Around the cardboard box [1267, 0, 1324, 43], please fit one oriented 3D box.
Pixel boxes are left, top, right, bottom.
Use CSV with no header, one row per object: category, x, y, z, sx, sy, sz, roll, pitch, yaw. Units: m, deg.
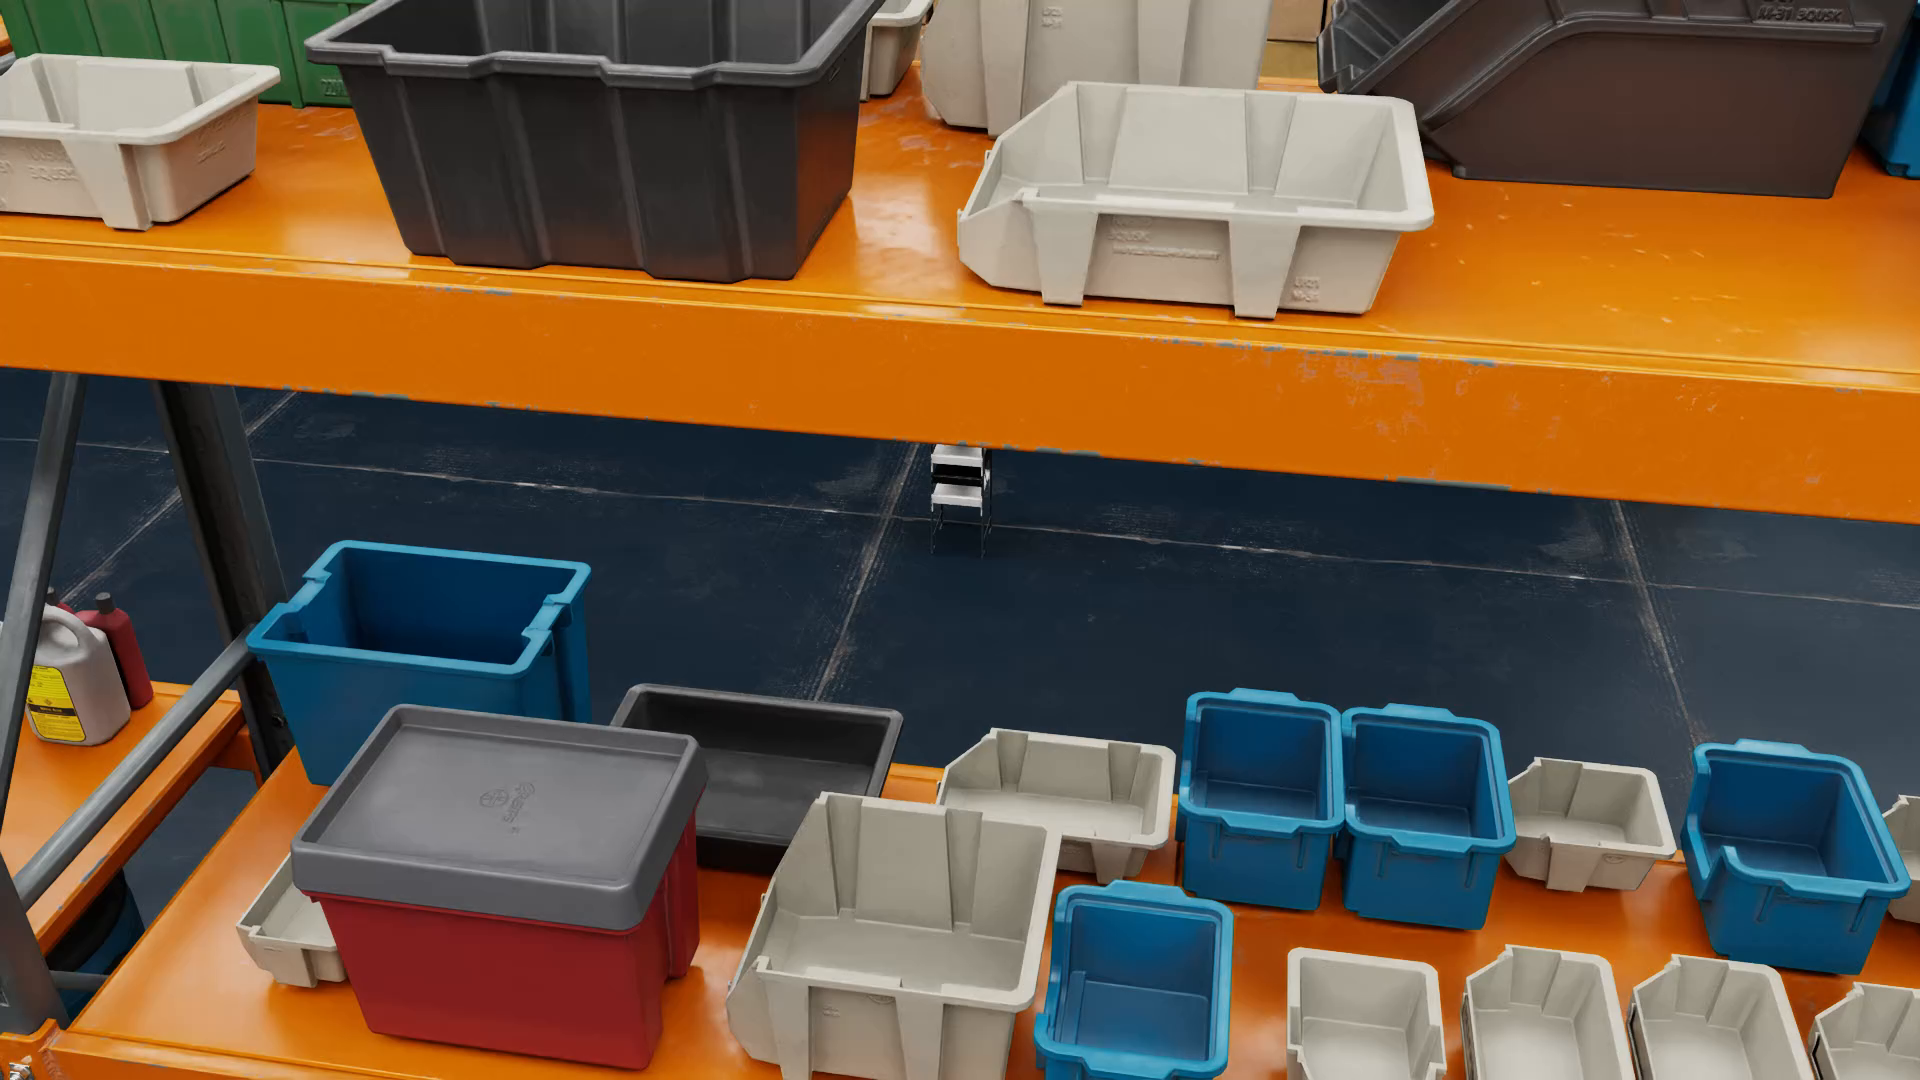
cardboard box,1.191,-2.286,6.538,0.500,0.500,0.500,6,33,10

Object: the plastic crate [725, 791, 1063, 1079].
plastic crate,-0.114,0.701,2.858,0.530,0.282,0.437,5,32,8

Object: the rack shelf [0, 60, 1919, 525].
rack shelf,0.383,-0.344,2.324,4.000,0.370,1.077,5,32,8

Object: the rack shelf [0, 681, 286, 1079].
rack shelf,-3.560,0.570,3.690,4.000,0.370,1.077,5,32,8

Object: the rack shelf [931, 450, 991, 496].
rack shelf,0.008,-0.276,6.576,0.200,0.077,0.258,5,32,8

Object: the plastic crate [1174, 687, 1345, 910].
plastic crate,0.573,0.508,3.213,0.300,0.233,0.416,5,32,8

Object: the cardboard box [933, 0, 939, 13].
cardboard box,0.175,-2.378,6.685,0.500,0.500,0.500,4,32,7

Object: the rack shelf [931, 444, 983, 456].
rack shelf,0.008,-0.429,6.480,0.200,0.077,0.258,5,32,8

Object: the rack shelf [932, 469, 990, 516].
rack shelf,0.008,-0.200,6.623,0.200,0.077,0.258,5,32,8

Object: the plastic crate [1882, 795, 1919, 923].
plastic crate,1.865,0.621,3.123,0.298,0.136,0.250,5,32,8

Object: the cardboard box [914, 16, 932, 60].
cardboard box,-0.294,-2.001,7.025,0.500,0.500,0.500,6,33,9

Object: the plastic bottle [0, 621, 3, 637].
plastic bottle,-2.126,0.259,3.696,0.097,0.201,0.097,0,32,0

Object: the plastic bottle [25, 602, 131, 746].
plastic bottle,-1.920,0.260,3.554,0.185,0.351,0.144,5,32,8

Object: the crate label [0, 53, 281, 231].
crate label,-1.154,-0.521,2.177,0.466,0.136,0.293,5,32,8

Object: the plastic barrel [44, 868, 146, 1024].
plastic barrel,-2.121,1.098,3.751,0.708,0.901,0.600,5,32,8

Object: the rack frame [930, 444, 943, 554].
rack frame,-0.092,-0.390,6.525,0.006,0.900,0.240,5,32,8

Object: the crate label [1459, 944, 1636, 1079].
crate label,0.959,0.864,2.735,0.243,0.136,0.396,5,32,8

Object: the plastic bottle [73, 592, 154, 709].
plastic bottle,-1.878,0.237,3.654,0.133,0.283,0.061,5,32,8

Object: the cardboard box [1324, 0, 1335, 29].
cardboard box,1.697,-2.240,6.465,0.500,0.500,0.500,6,33,10

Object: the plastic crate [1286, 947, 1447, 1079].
plastic crate,0.664,0.847,2.762,0.250,0.136,0.298,5,32,8

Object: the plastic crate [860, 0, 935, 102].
plastic crate,-0.270,-0.801,2.625,0.466,0.136,0.293,5,32,8

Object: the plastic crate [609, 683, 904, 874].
plastic crate,-0.439,0.494,3.336,0.590,0.125,0.437,5,32,8

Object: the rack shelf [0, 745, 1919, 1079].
rack shelf,0.383,0.927,3.120,4.000,0.370,1.077,5,32,8

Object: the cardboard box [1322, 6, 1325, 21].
cardboard box,1.795,-2.099,7.182,0.500,0.500,0.500,5,32,8

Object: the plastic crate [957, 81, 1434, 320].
plastic crate,0.276,-0.414,2.005,0.530,0.136,0.437,5,32,8

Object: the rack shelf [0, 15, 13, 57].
rack shelf,-3.560,-0.701,2.894,4.000,0.370,1.077,5,32,8

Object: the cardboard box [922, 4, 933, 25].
cardboard box,-0.334,-2.424,6.758,0.500,0.500,0.500,6,33,9

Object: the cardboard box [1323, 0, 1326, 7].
cardboard box,1.790,-2.523,6.917,0.500,0.500,0.500,6,32,9

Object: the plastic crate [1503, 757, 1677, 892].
plastic crate,1.196,0.560,3.219,0.298,0.136,0.250,5,32,8

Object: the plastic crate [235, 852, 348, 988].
plastic crate,-1.153,0.646,3.082,0.243,0.136,0.396,5,32,8

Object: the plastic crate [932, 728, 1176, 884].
plastic crate,0.179,0.528,3.271,0.466,0.136,0.293,5,32,8

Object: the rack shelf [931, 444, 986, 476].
rack shelf,0.008,-0.352,6.528,0.200,0.077,0.258,5,32,8

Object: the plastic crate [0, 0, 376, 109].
plastic crate,-1.120,-0.858,2.666,0.662,0.188,0.450,5,32,8

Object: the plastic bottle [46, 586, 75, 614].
plastic bottle,-2.009,0.225,3.673,0.133,0.283,0.061,5,32,8

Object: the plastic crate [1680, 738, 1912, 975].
plastic crate,1.518,0.593,3.076,0.300,0.233,0.416,5,32,8

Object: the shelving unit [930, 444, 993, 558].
shelving unit,0.008,-0.381,6.510,0.210,0.900,0.258,5,32,8

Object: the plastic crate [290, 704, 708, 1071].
plastic crate,-0.750,0.602,2.844,0.583,0.464,0.402,5,32,8

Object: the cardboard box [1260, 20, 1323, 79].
cardboard box,1.205,-1.866,6.810,0.500,0.500,0.500,5,32,8

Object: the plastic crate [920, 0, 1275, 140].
plastic crate,0.222,-0.780,2.453,0.530,0.282,0.437,5,32,8

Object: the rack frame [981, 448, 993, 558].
rack frame,0.108,-0.372,6.496,0.006,0.900,0.240,5,32,8

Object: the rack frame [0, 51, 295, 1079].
rack frame,-1.589,0.445,3.211,0.053,2.616,0.949,5,32,8

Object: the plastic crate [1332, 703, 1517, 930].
plastic crate,0.869,0.535,3.170,0.300,0.233,0.416,5,32,8

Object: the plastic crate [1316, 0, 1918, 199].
plastic crate,0.895,-0.725,2.312,0.767,0.338,0.504,5,32,8

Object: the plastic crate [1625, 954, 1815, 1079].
plastic crate,1.237,0.876,2.716,0.243,0.136,0.396,5,32,8

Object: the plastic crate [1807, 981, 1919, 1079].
plastic crate,1.521,0.909,2.663,0.243,0.136,0.396,5,32,8

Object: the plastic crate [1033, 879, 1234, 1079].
plastic crate,0.287,0.797,2.751,0.300,0.233,0.416,5,32,8

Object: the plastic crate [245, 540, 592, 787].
plastic crate,-1.070,0.288,3.421,0.575,0.384,0.392,5,32,8

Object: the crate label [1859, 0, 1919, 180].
crate label,1.500,-0.659,2.289,0.502,0.251,0.408,5,32,8

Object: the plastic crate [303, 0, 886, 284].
plastic crate,-0.410,-0.518,2.047,0.590,0.269,0.497,5,32,8
